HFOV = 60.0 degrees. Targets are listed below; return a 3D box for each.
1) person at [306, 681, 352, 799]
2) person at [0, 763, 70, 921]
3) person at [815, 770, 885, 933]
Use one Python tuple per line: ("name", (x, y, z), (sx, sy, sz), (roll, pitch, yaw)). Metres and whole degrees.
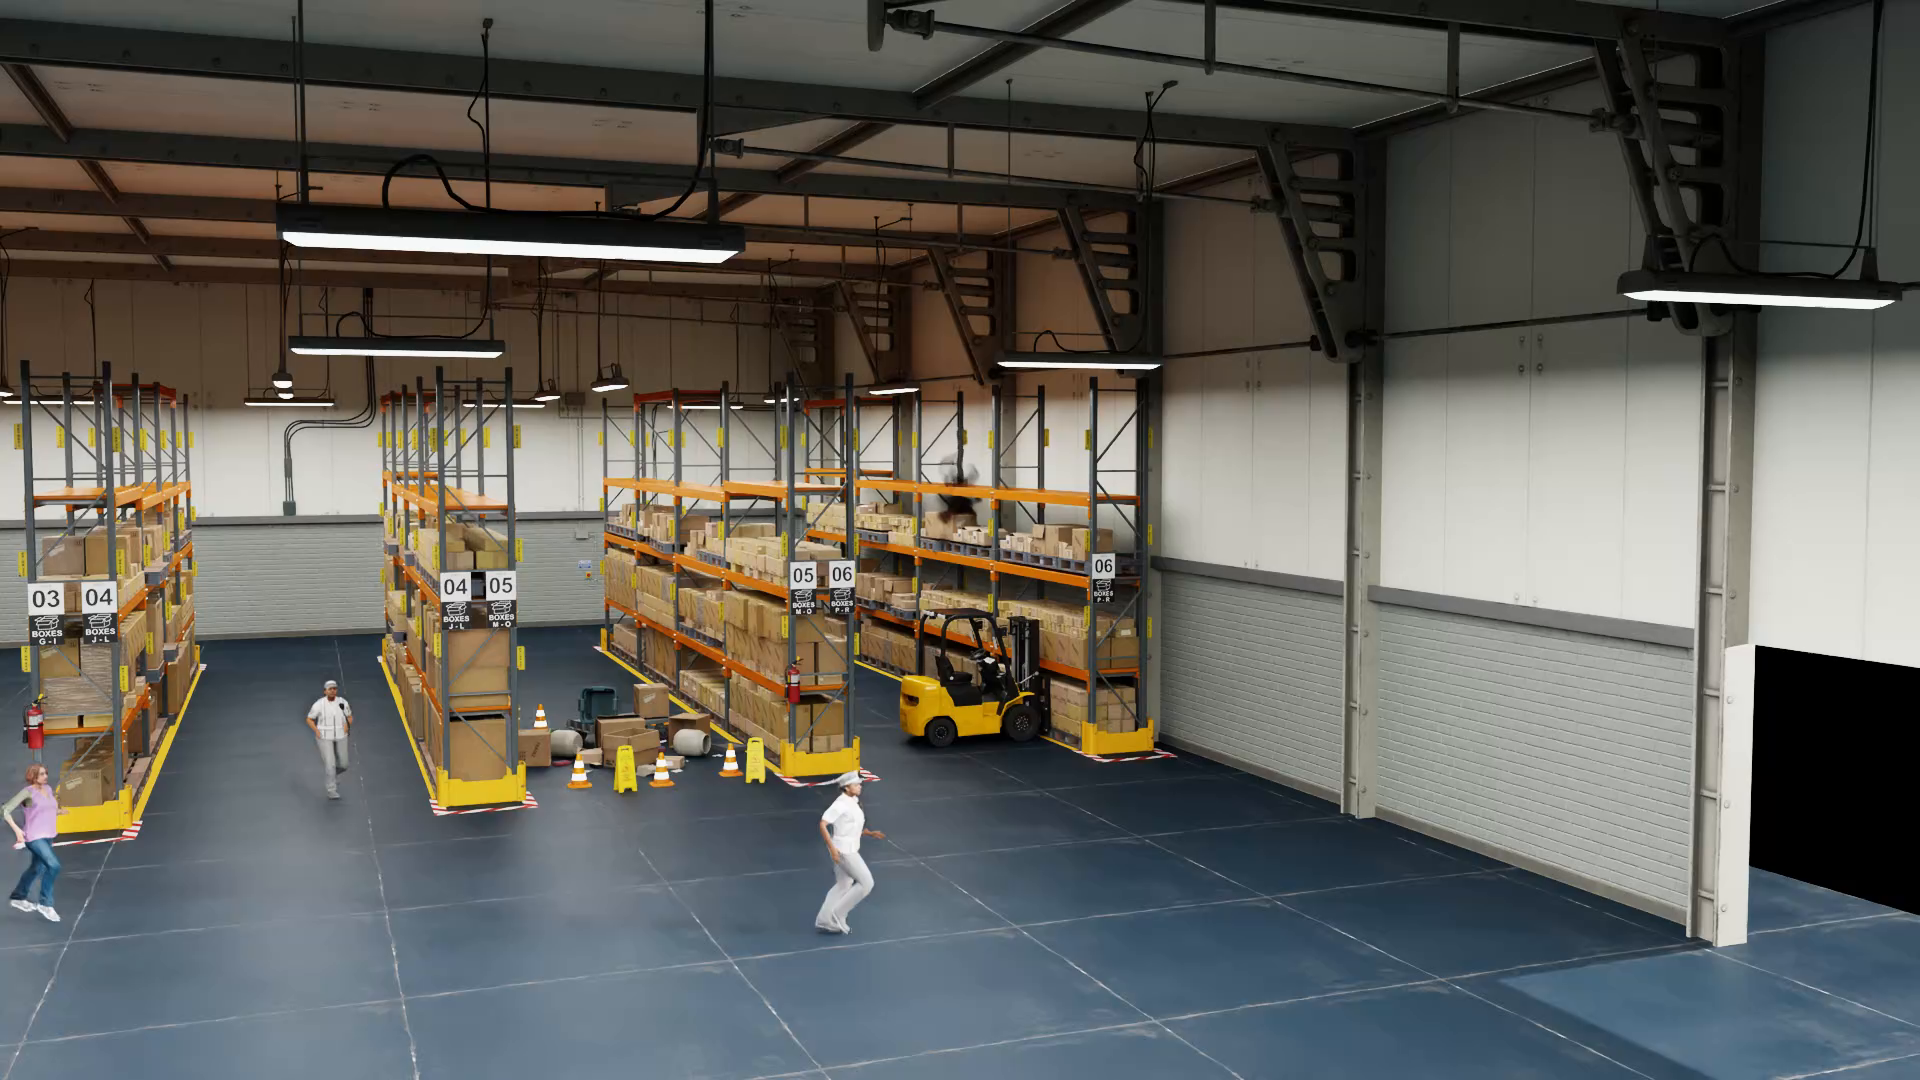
("person", (-8.851, 2.790, 23.395), (0.613, 1.606, 0.688), (-2, 4, -34))
("person", (-9.635, 3.155, 17.379), (0.710, 1.644, 0.503), (0, 3, 3))
("person", (-1.115, 3.146, 16.828), (0.717, 1.651, 0.542), (0, 3, 6))
